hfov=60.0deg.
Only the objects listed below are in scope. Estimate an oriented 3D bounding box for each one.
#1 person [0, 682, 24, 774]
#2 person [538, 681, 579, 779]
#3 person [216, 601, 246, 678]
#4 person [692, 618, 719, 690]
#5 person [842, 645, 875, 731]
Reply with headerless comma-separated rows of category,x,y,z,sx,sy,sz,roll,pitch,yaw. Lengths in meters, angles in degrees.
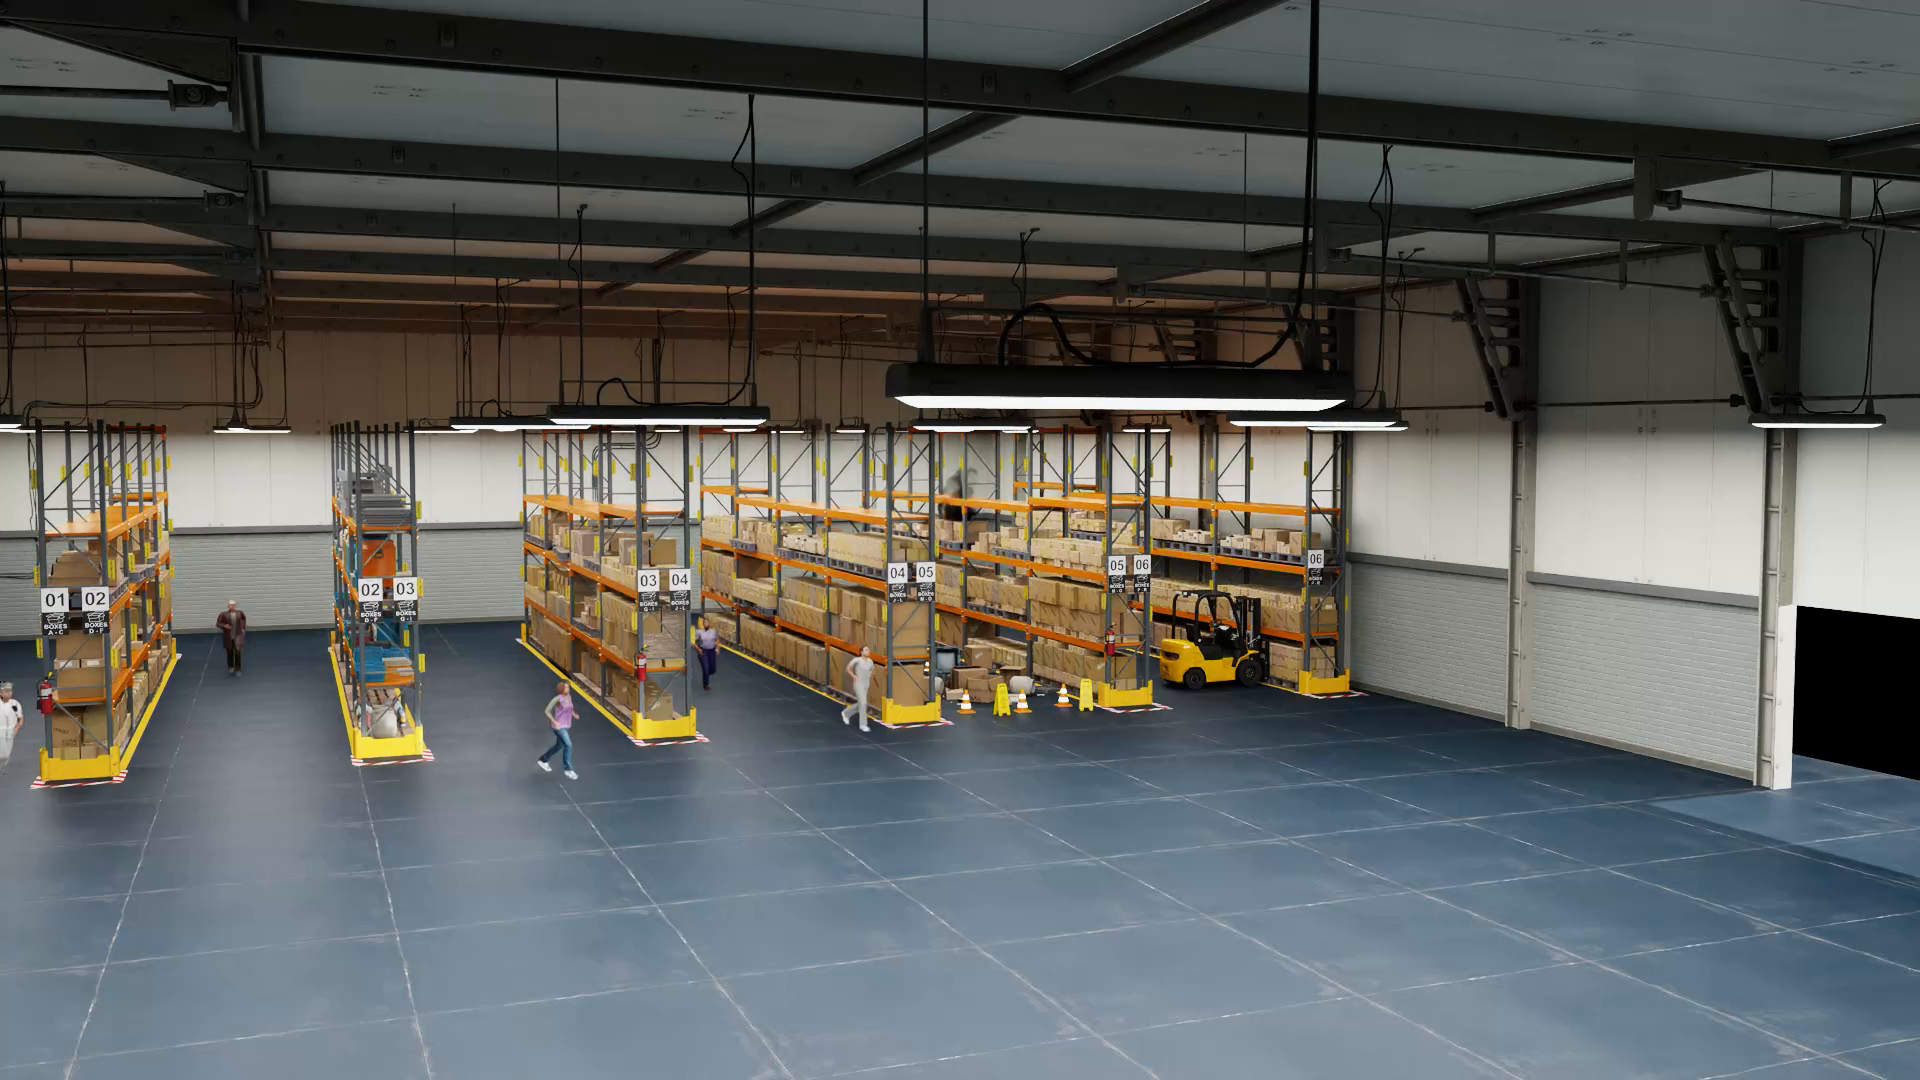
person,-15.506,3.171,26.970,0.609,1.711,0.680,2,4,33
person,-6.747,3.171,27.937,0.775,1.620,0.534,1,4,13
person,-17.380,2.346,39.684,0.687,1.816,0.935,-2,4,-27
person,-5.750,2.610,37.659,0.646,1.520,0.590,-2,4,-29
person,-1.936,2.877,32.645,0.596,1.668,0.868,-3,5,-43
